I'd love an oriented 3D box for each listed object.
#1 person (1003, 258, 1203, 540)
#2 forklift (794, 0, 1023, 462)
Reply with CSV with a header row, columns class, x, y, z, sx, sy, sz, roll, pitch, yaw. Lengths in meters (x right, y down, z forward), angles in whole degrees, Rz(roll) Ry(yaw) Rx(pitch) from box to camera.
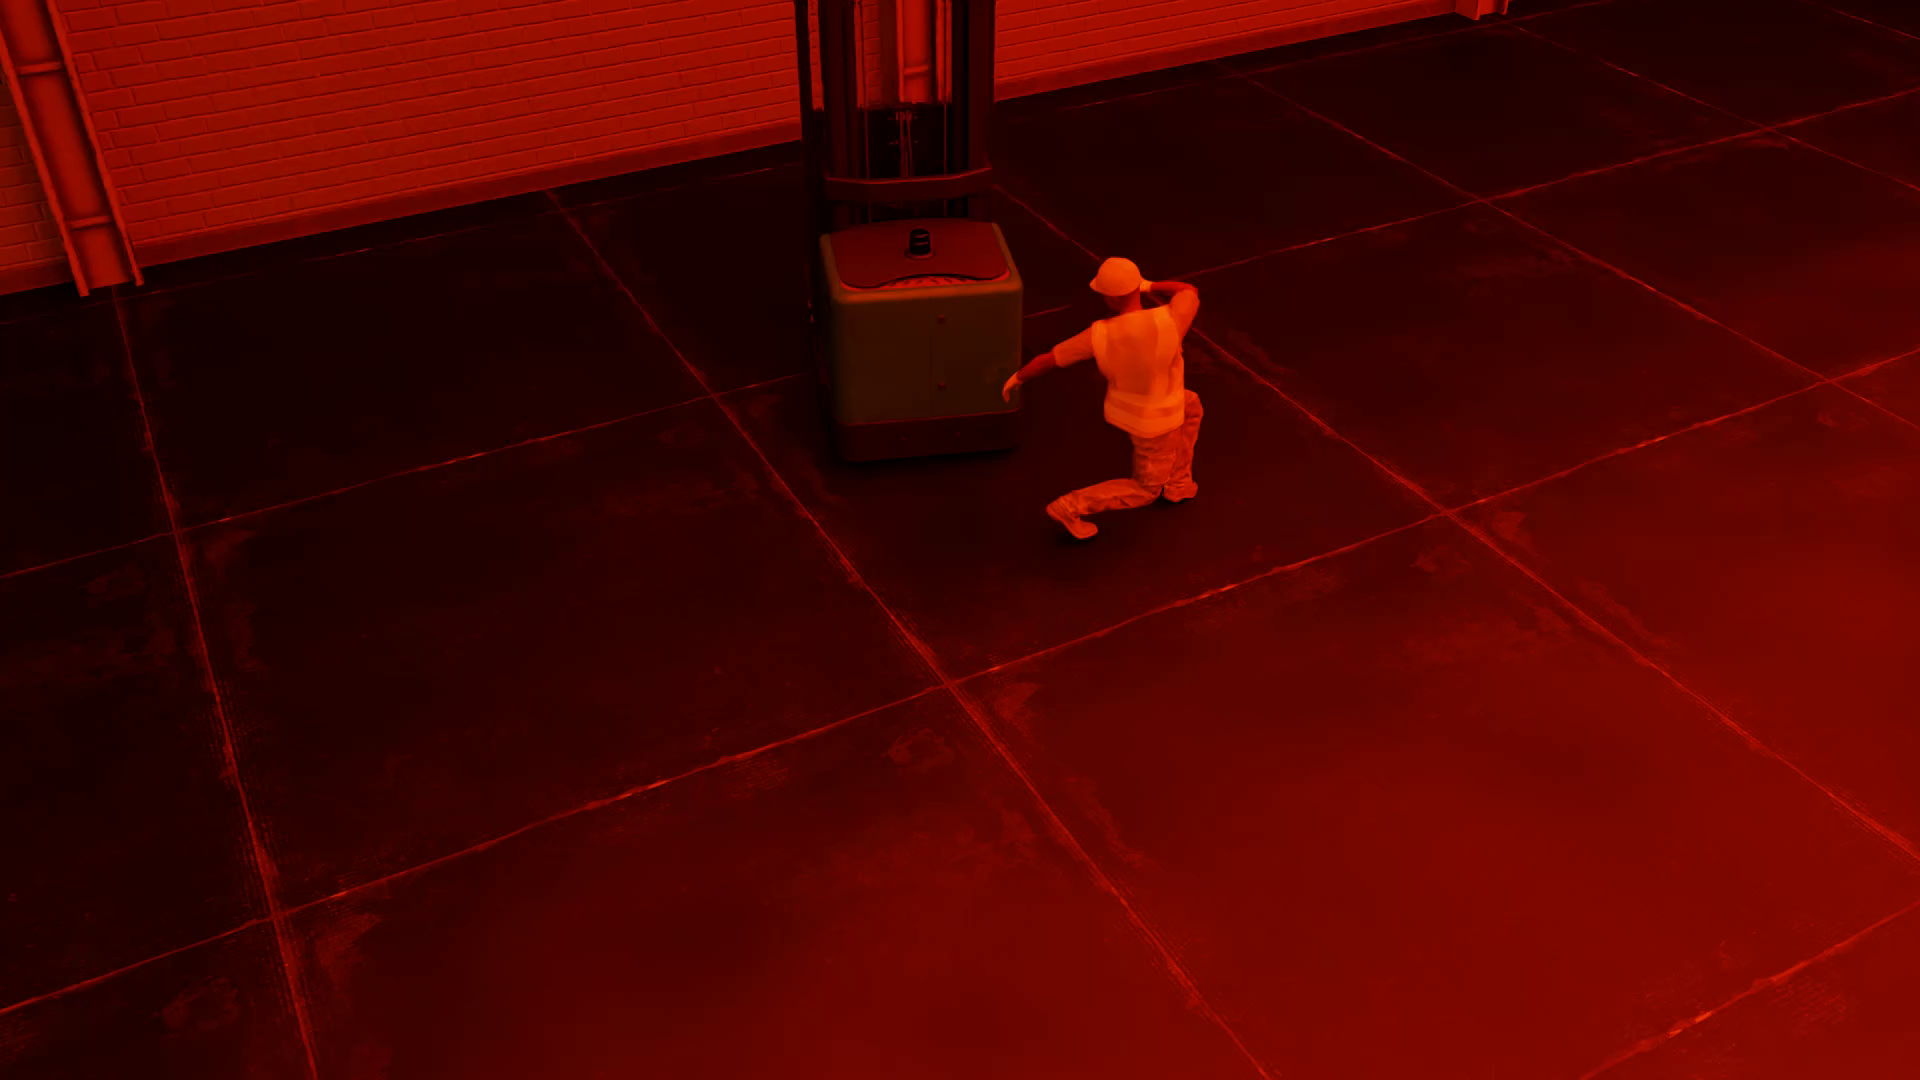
class,x,y,z,sx,sy,sz,roll,pitch,yaw
person,0.785,-0.790,8.506,0.993,1.513,0.843,-28,44,-34
forklift,-0.392,-2.469,9.616,1.130,2.935,3.031,-5,36,-7
